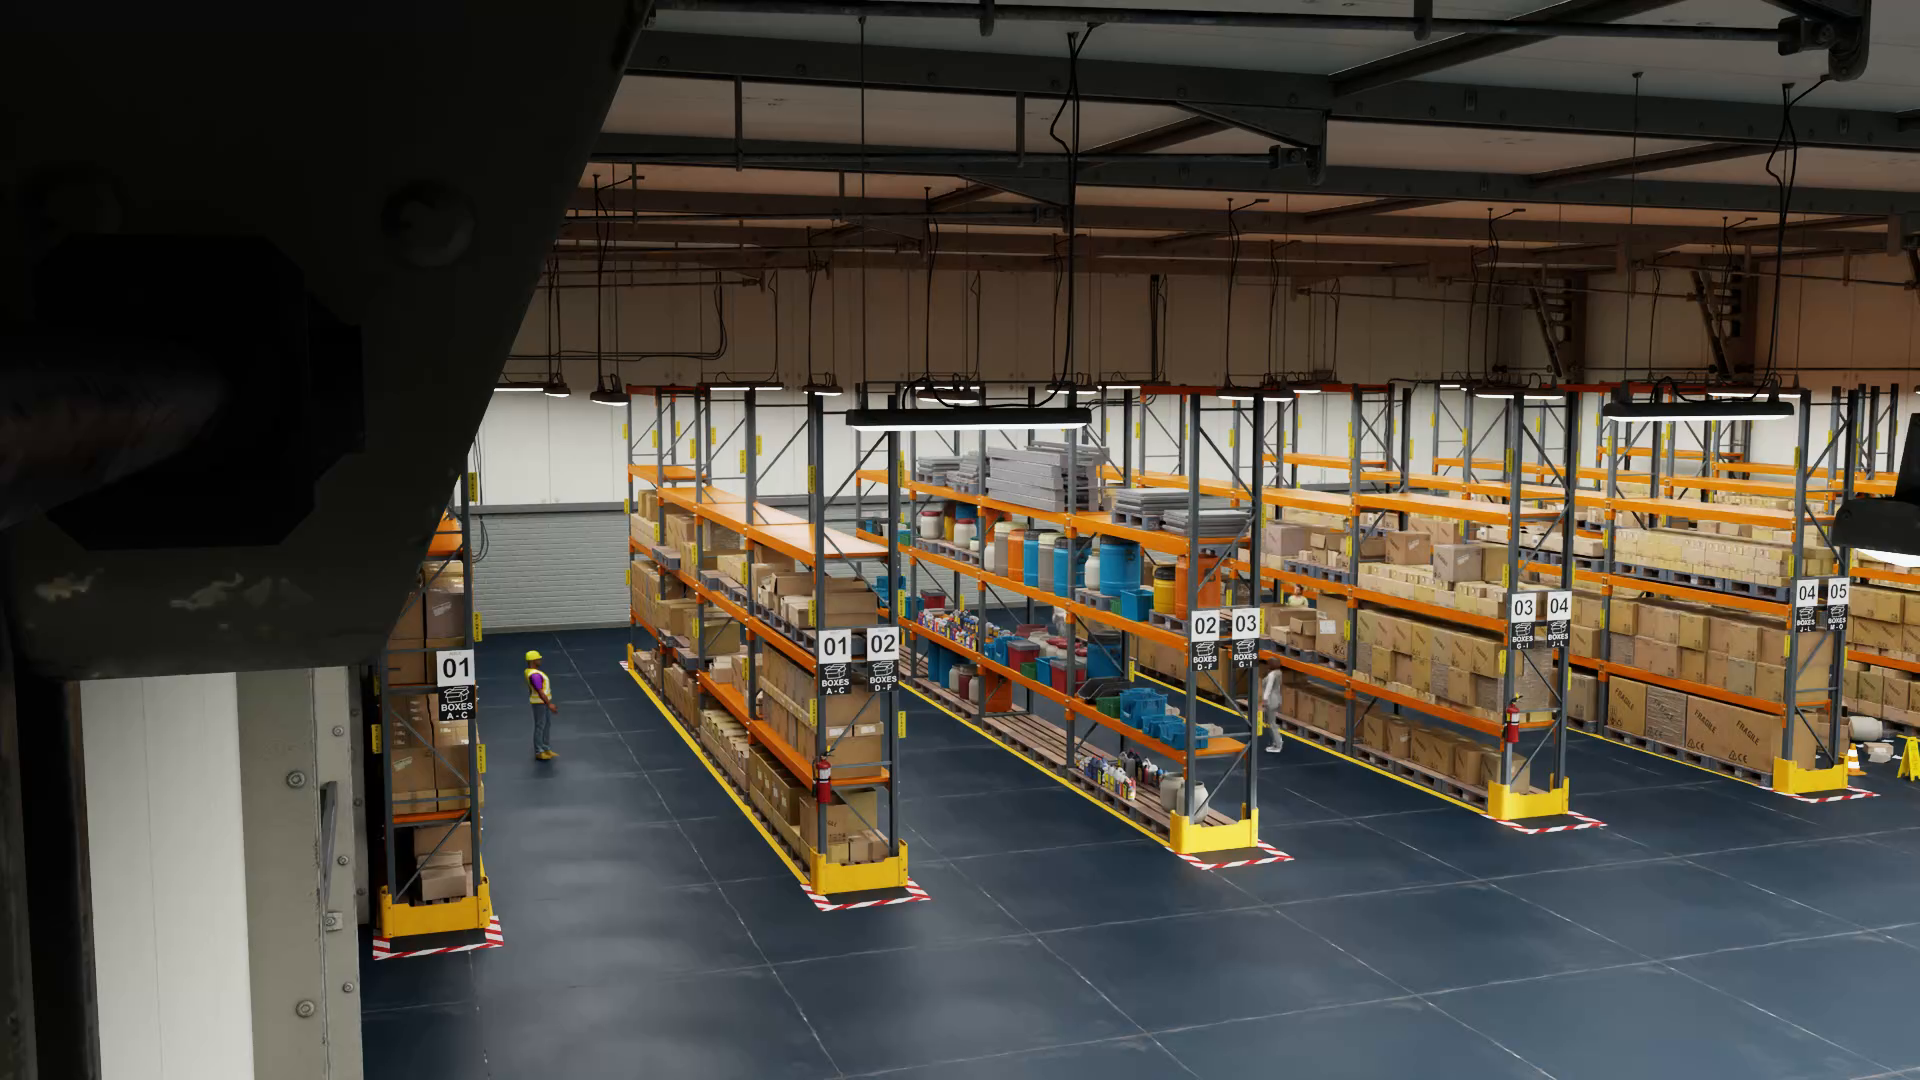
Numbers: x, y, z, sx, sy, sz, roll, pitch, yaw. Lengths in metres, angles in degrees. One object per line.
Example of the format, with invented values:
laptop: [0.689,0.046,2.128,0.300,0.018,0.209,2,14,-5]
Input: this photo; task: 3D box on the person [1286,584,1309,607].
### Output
person: [7.353,1.788,36.152,0.462,1.681,0.592,-1,6,-11]

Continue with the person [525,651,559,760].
person: [-6.780,2.679,27.028,0.618,1.790,0.653,0,6,4]

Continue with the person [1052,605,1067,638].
person: [2.213,1.655,36.027,0.382,1.784,0.602,-3,7,-28]

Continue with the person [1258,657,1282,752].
person: [5.126,2.714,27.395,0.433,1.603,0.443,4,7,32]
